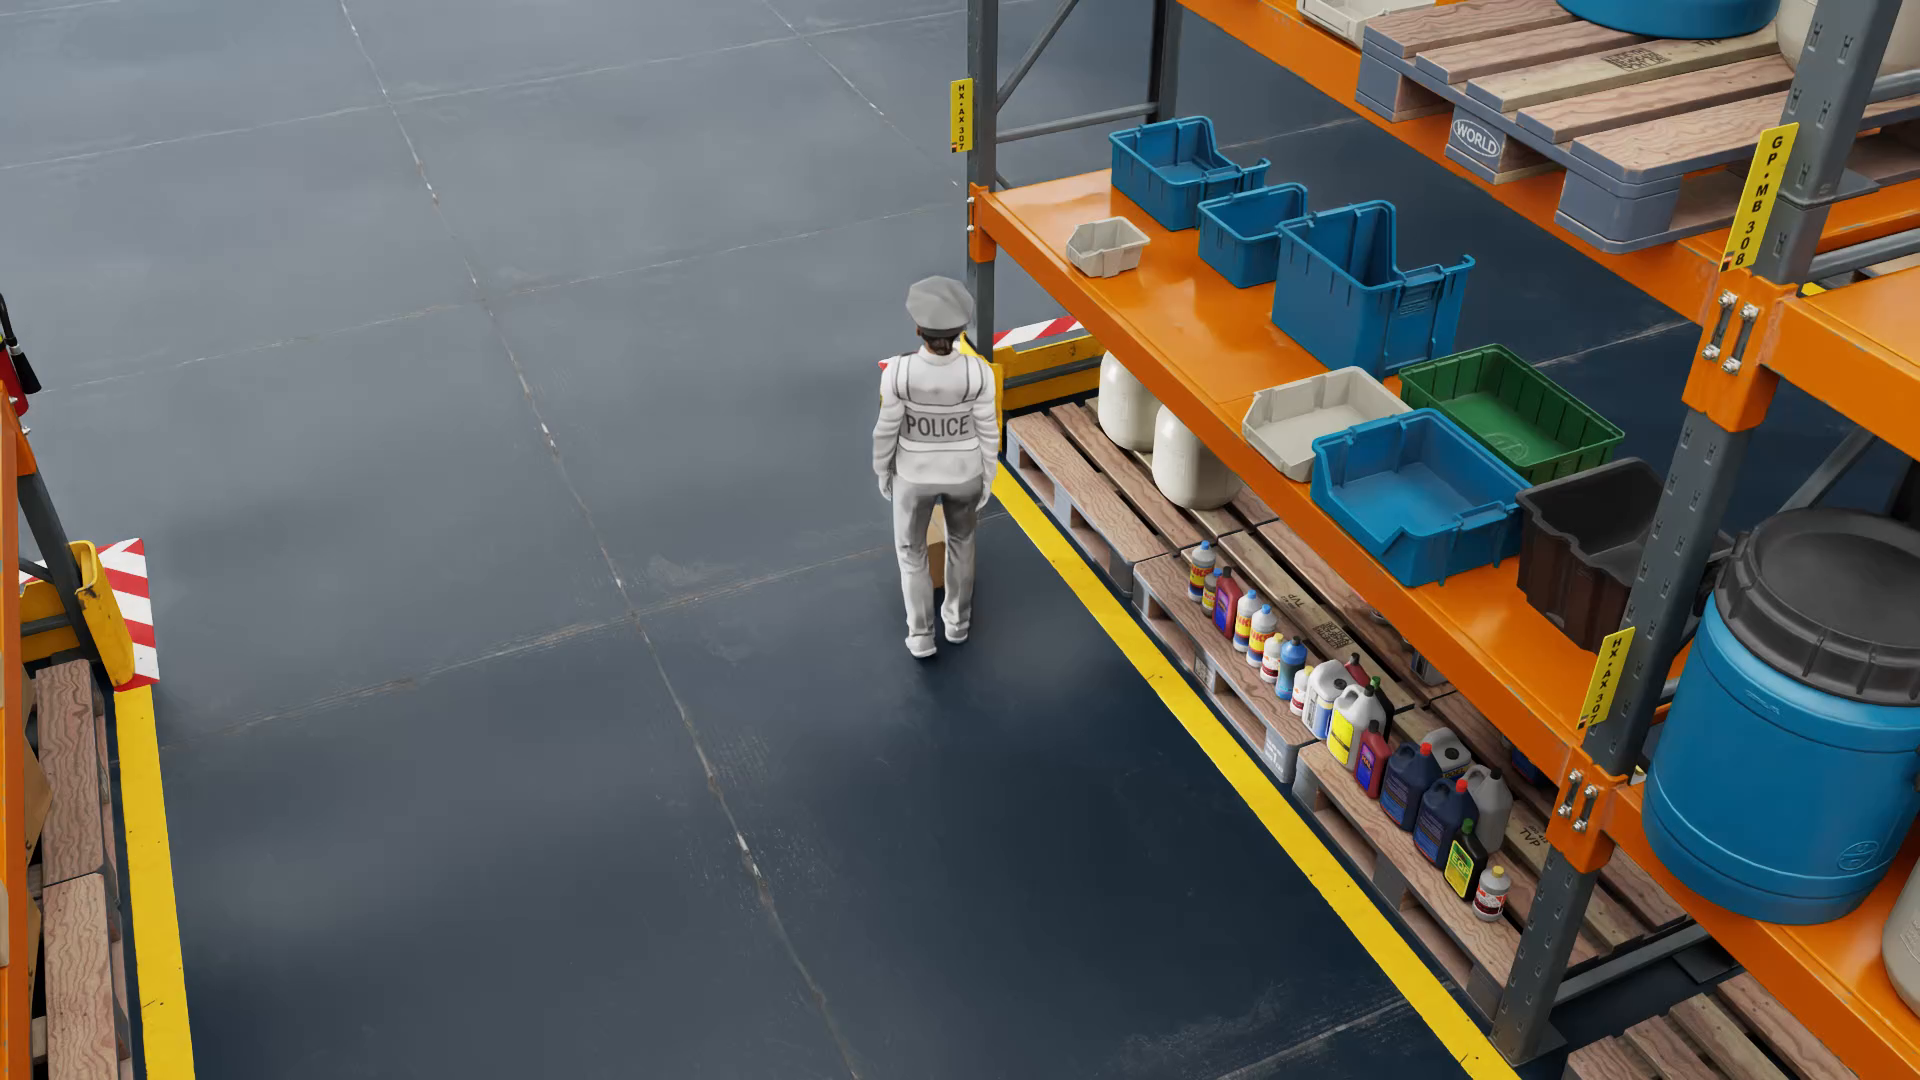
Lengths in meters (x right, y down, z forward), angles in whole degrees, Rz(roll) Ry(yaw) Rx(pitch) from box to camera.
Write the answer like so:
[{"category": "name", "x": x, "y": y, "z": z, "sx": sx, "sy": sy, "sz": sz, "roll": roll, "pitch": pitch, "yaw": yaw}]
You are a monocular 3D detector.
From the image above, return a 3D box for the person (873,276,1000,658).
[{"category": "person", "x": -0.095, "y": -0.244, "z": 6.516, "sx": 0.489, "sy": 1.730, "sz": 0.395, "roll": -2, "pitch": 38, "yaw": -3}]
